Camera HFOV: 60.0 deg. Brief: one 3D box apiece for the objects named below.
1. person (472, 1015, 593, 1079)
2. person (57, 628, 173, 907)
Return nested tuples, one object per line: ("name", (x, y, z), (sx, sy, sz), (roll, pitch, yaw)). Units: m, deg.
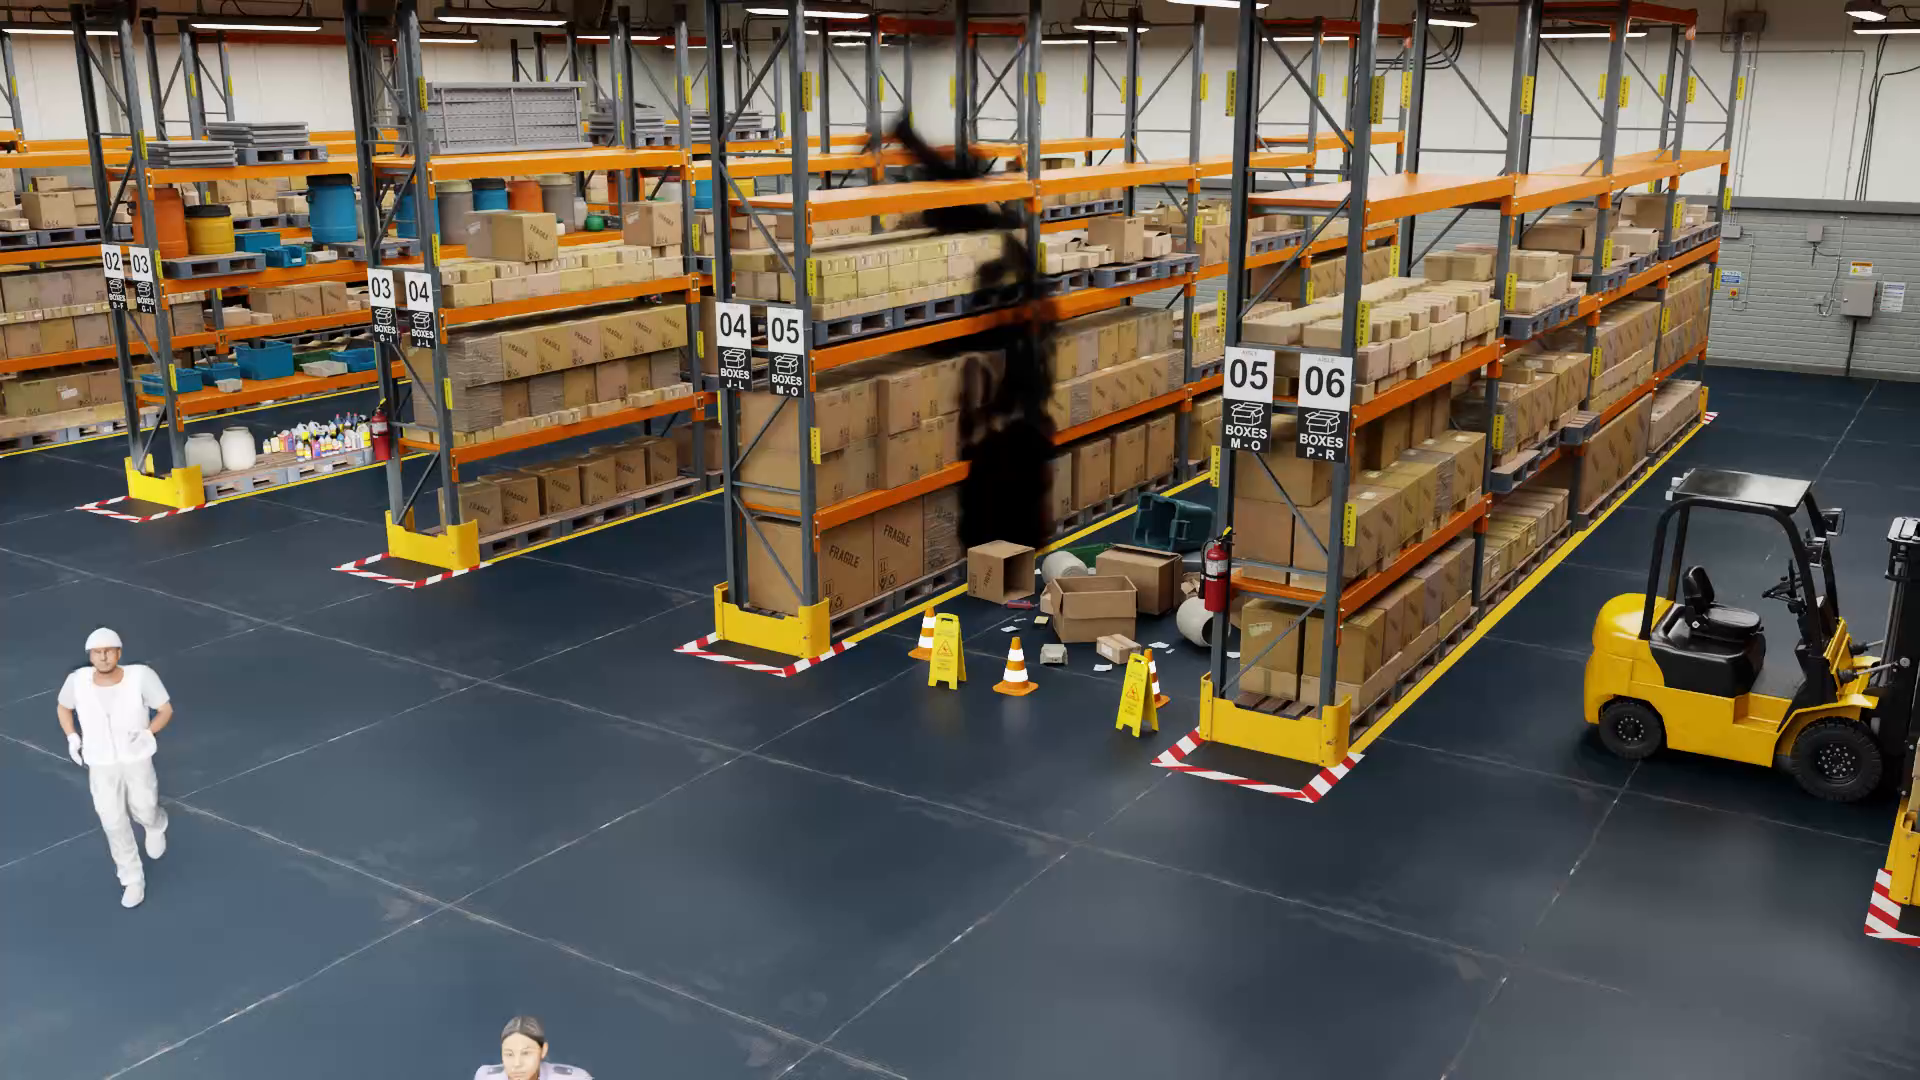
("person", (-1.668, 2.639, 6.689), (0.596, 1.700, 0.756), (-3, 16, -9))
("person", (-5.463, 1.415, 10.821), (0.688, 1.775, 0.804), (-6, 17, -19))
